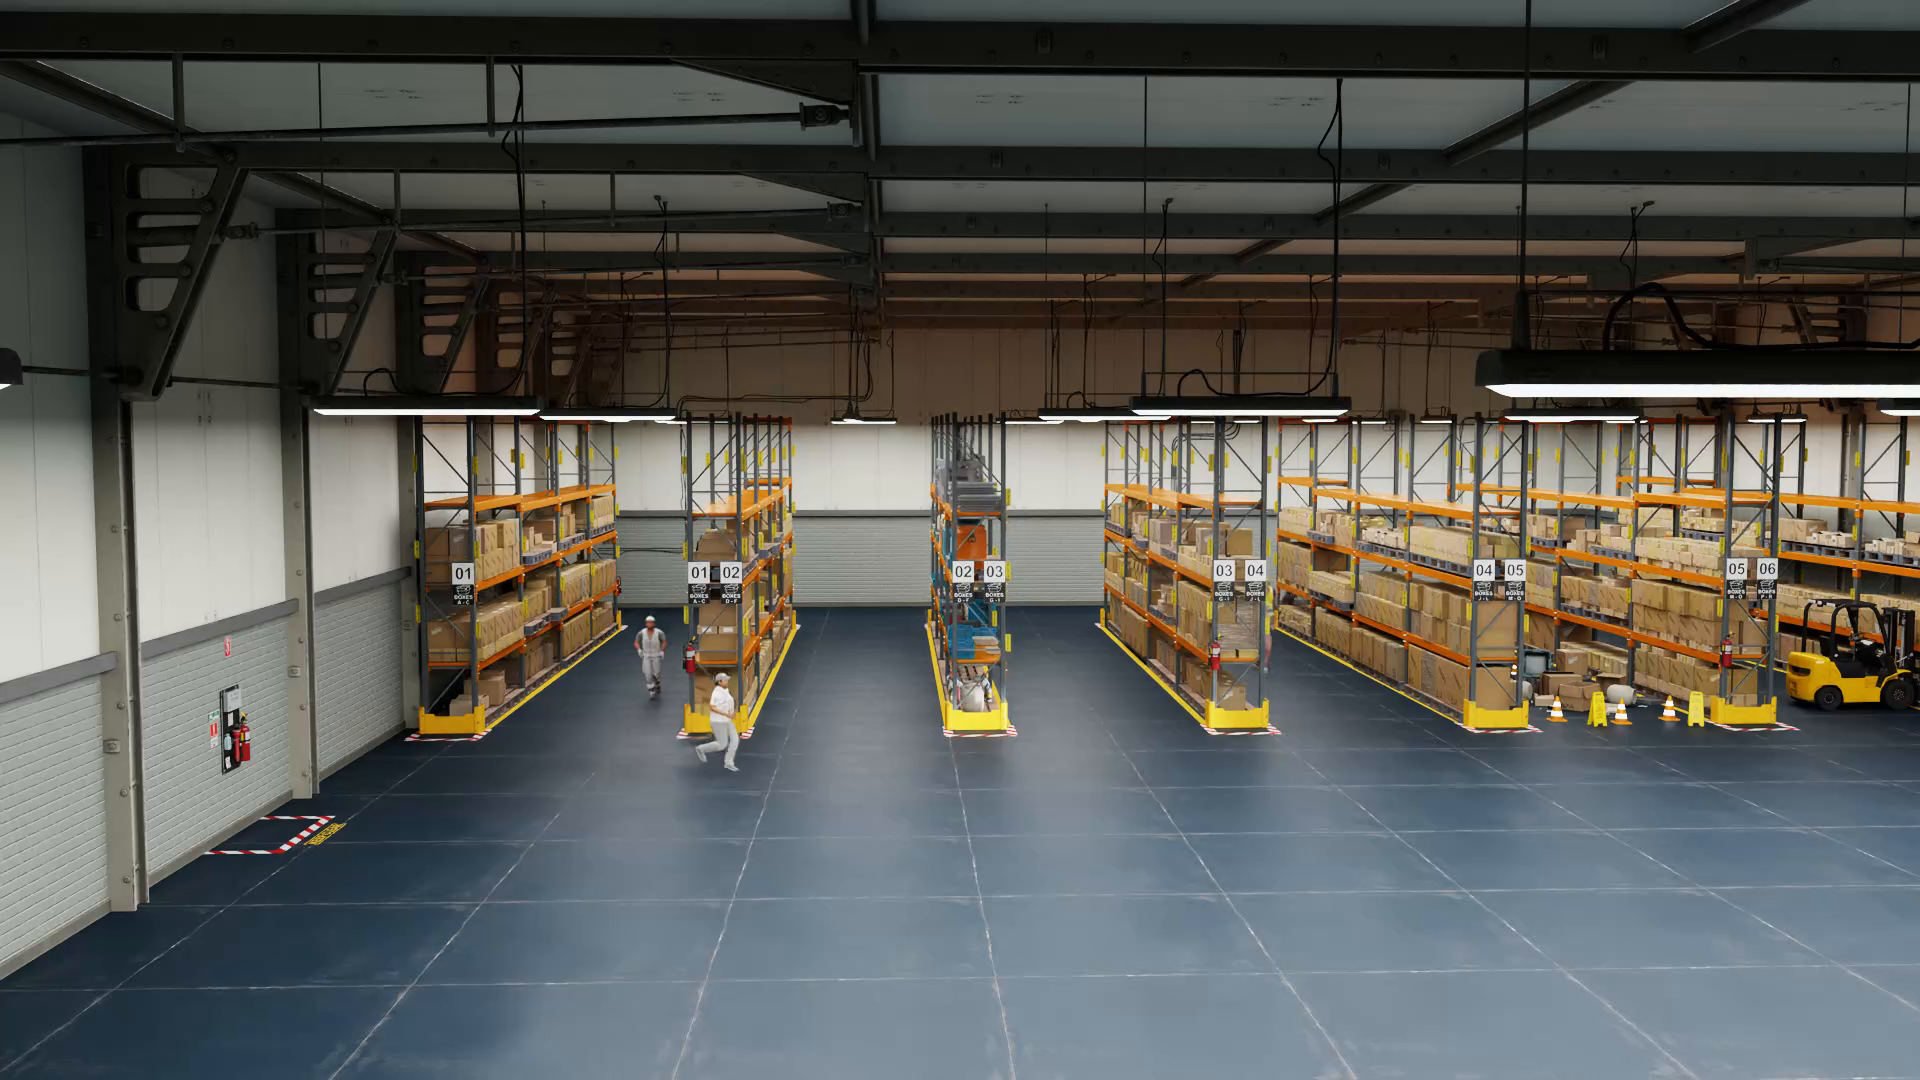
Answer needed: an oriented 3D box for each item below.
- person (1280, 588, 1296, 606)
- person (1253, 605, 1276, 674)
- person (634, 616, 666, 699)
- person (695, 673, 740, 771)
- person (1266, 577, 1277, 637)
[{"bbox_3d":[9.719,1.580,49.015,0.673,1.650,0.793,1,4,11],"label":"person"},{"bbox_3d":[7.087,2.297,39.044,0.619,1.626,0.959,-1,4,-8],"label":"person"},{"bbox_3d":[-6.522,2.467,35.010,0.663,1.745,0.597,0,4,-5],"label":"person"},{"bbox_3d":[-4.029,3.041,27.750,0.750,1.665,0.616,1,4,12],"label":"person"},{"bbox_3d":[8.071,1.852,44.066,0.675,1.745,0.899,0,4,-7],"label":"person"}]
